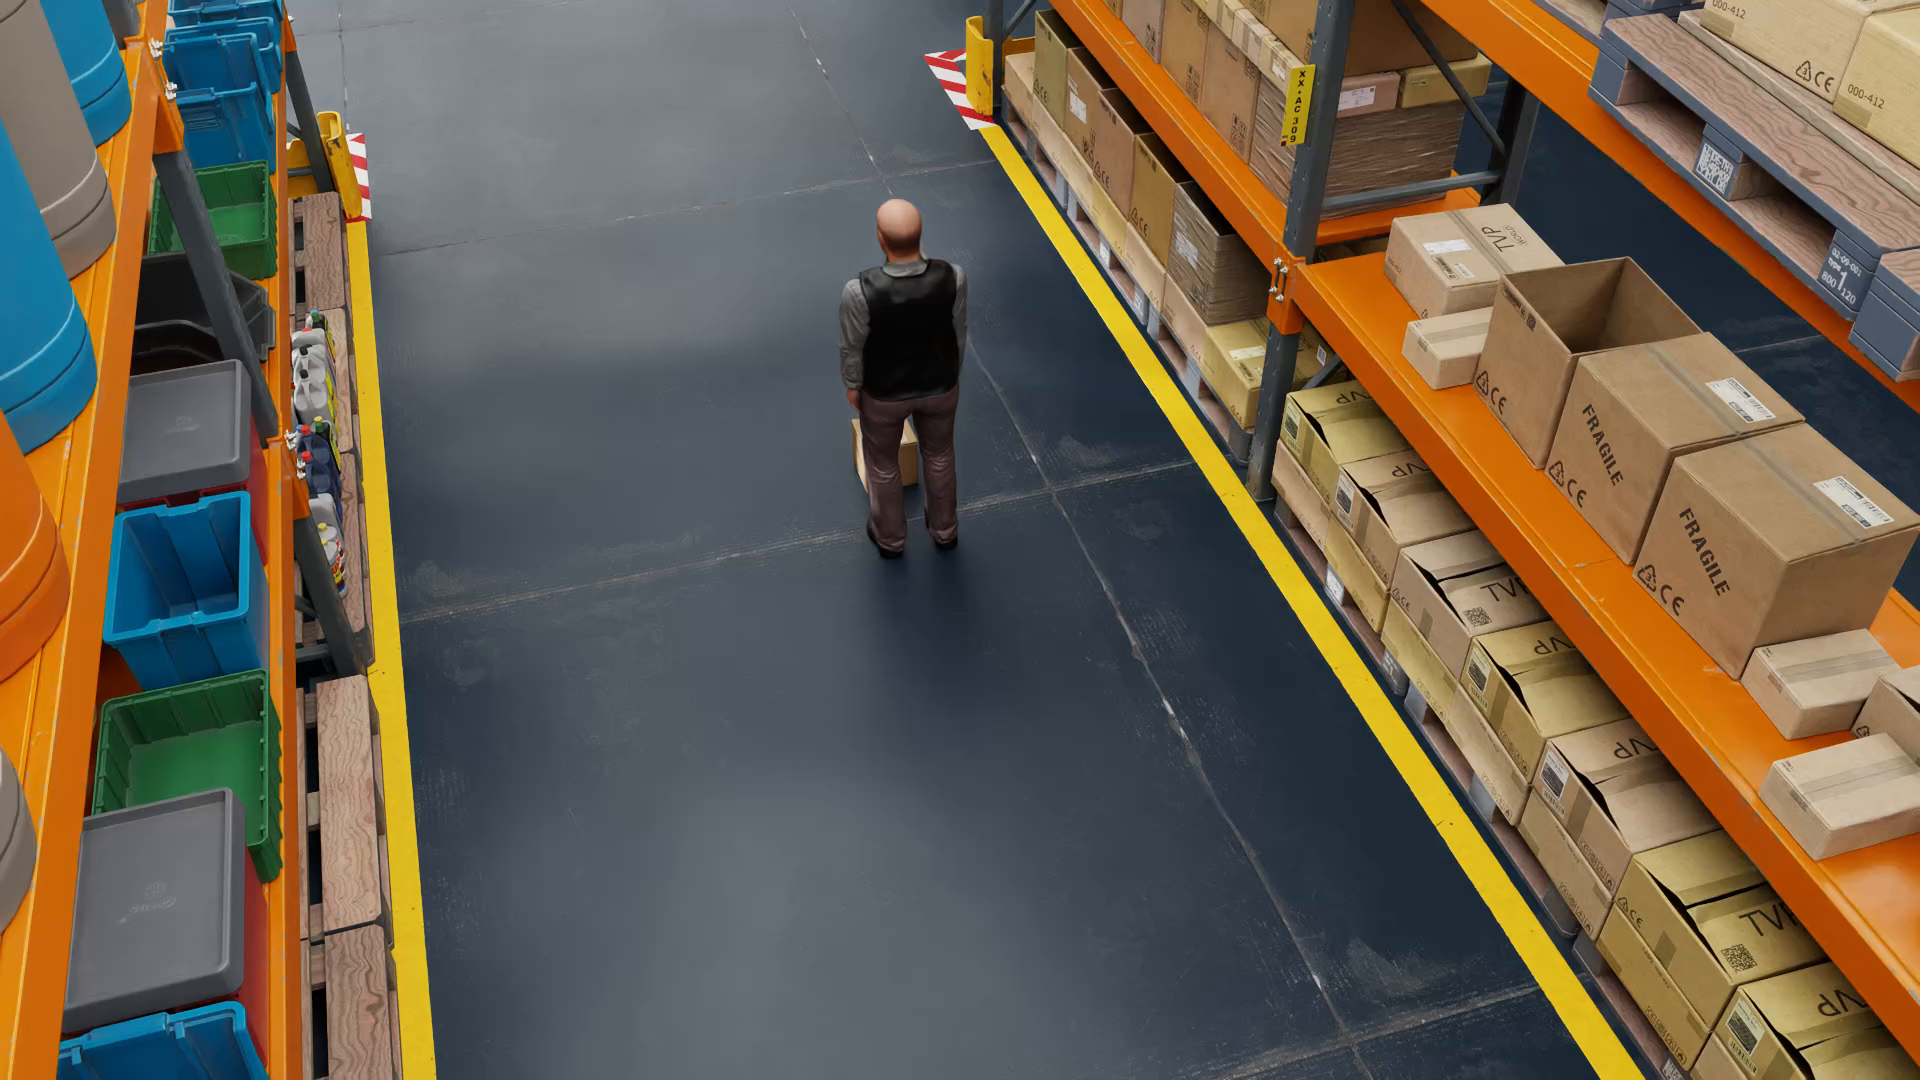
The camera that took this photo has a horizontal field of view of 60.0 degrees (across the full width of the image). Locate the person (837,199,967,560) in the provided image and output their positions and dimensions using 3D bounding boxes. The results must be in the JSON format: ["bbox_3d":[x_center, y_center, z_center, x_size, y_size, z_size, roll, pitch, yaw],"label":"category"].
[{"bbox_3d":[-0.235,-0.637,6.902,0.538,1.708,0.360,-11,43,-12],"label":"person"}]
